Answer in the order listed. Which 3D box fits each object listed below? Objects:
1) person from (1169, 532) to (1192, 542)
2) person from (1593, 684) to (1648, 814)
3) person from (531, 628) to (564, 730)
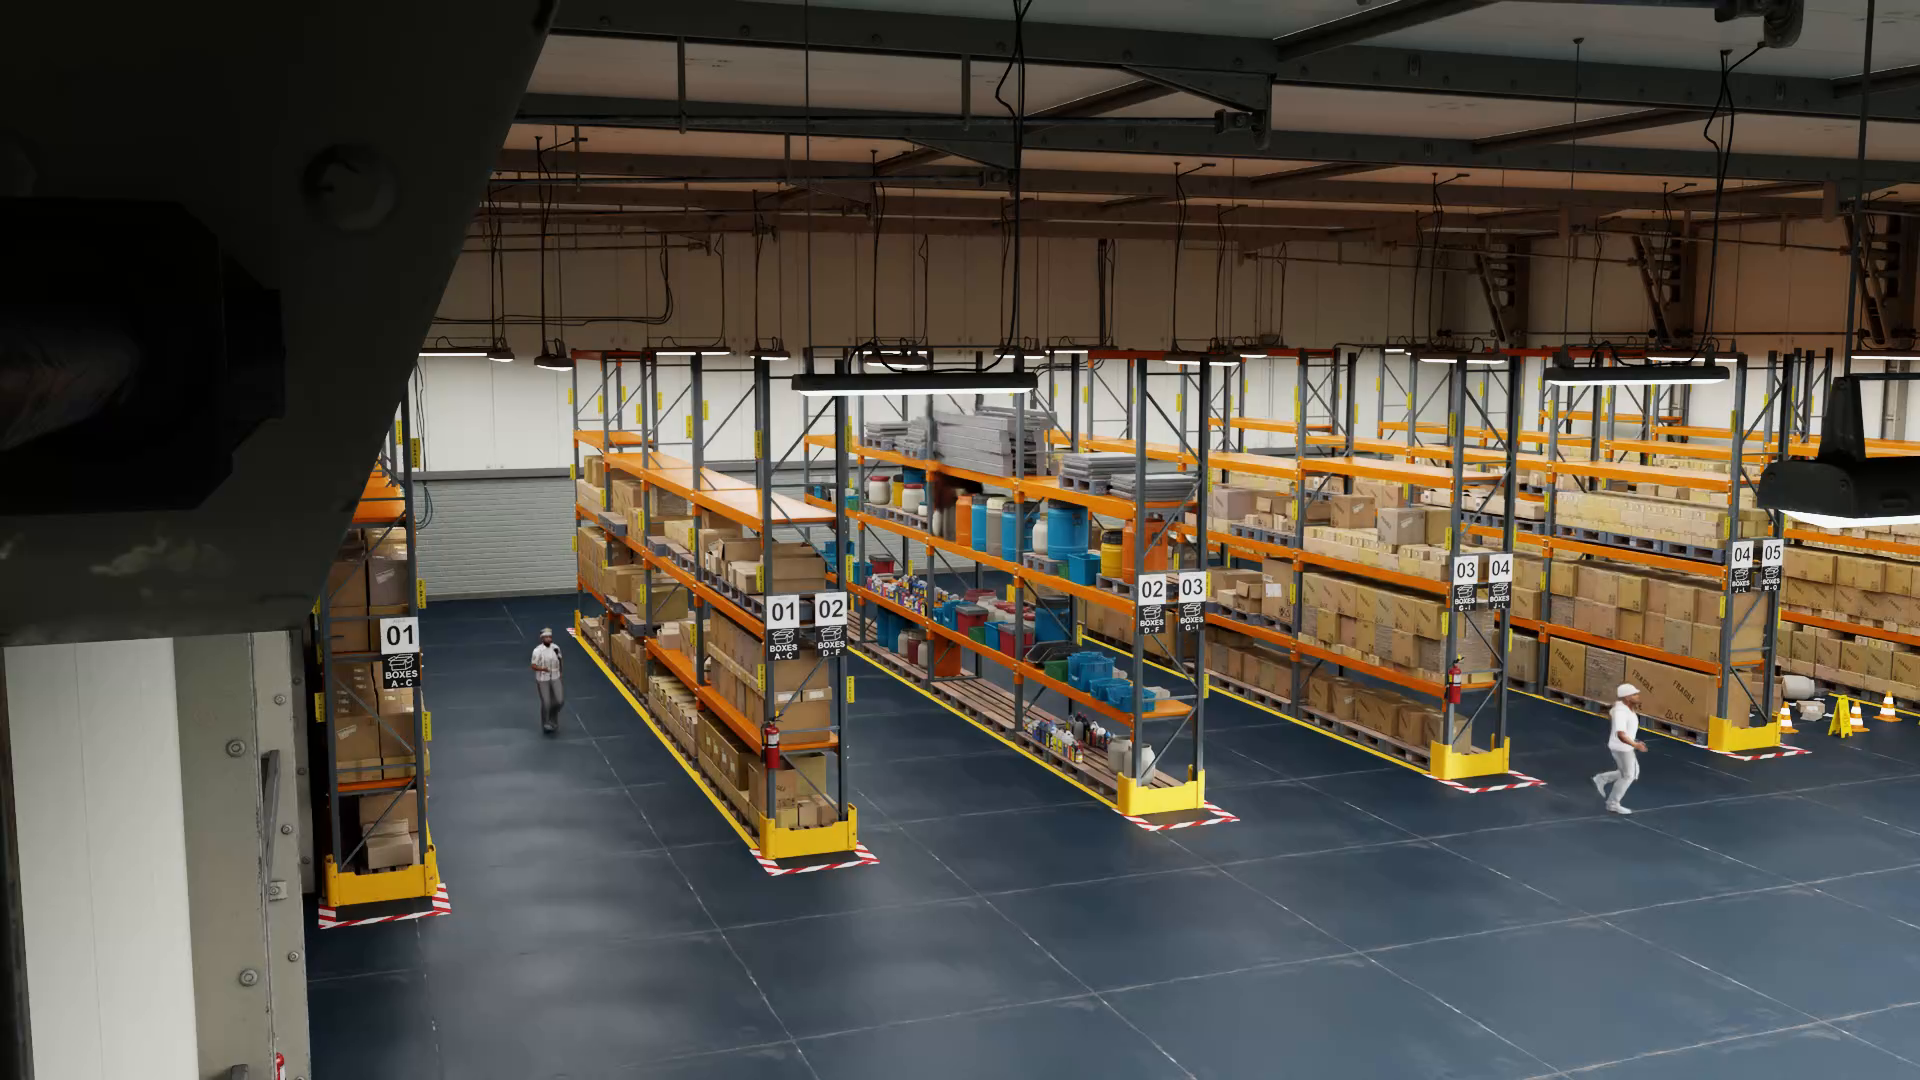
[{"bbox_3d":[5.375,0.409,40.879,0.702,1.747,0.683,4,8,32],"label":"person"},{"bbox_3d":[8.762,2.748,22.049,0.666,1.729,0.726,3,8,21],"label":"person"},{"bbox_3d":[-6.497,2.225,26.395,0.562,1.667,0.579,-4,8,-32],"label":"person"}]
